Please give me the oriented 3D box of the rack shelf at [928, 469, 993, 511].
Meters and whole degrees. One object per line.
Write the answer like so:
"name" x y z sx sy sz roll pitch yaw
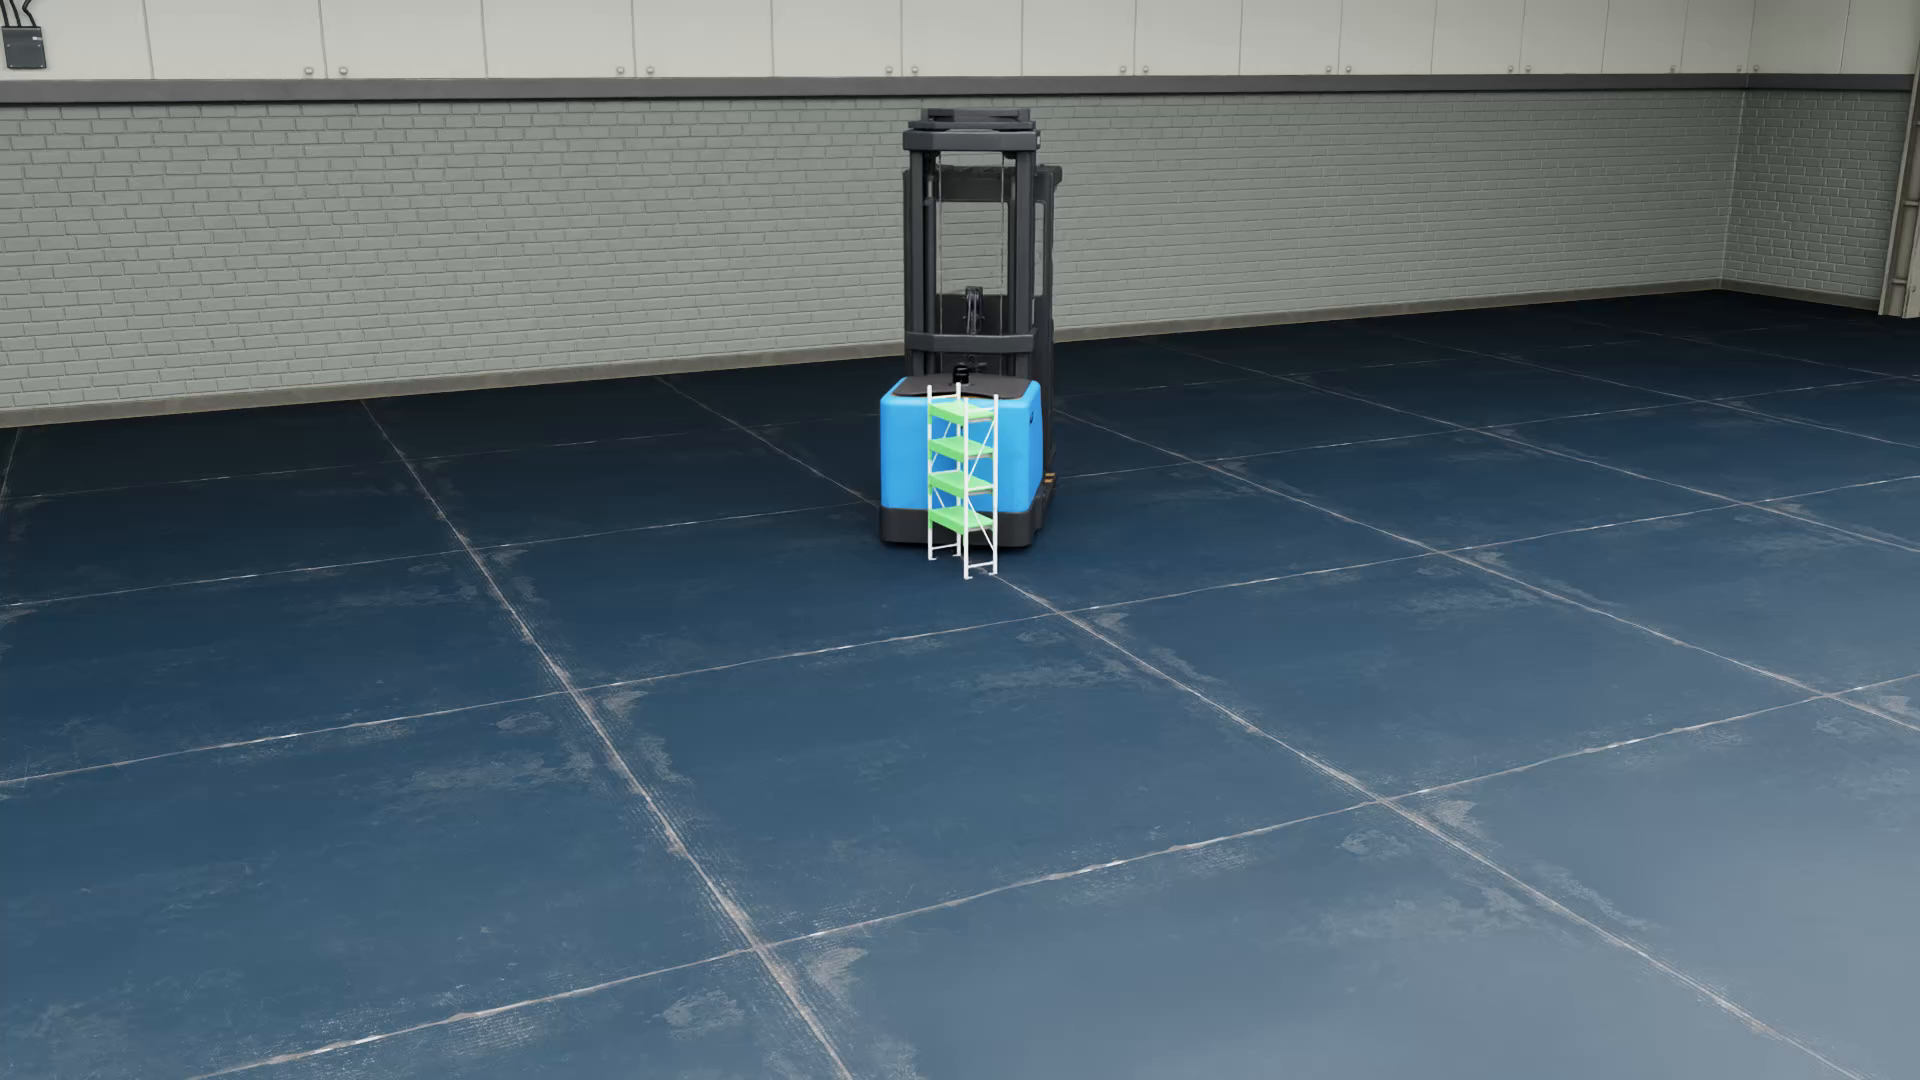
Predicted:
"rack shelf" 0.013 -0.332 10.964 0.258 0.148 0.480 -9 18 -28

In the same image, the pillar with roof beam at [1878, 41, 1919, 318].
"pillar with roof beam" 8.657 -6.800 19.133 9.100 9.000 0.400 -8 18 -25

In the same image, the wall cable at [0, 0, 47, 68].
"wall cable" -7.350 -7.182 14.298 2.305 6.003 0.169 -8 18 -25

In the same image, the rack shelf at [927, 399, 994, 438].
"rack shelf" 0.013 -0.793 10.831 0.258 0.148 0.480 -9 18 -28

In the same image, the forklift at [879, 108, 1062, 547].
"forklift" 0.169 -1.722 12.437 1.130 2.935 3.031 2 16 8

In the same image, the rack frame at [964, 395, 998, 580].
"rack frame" 0.134 -0.335 10.742 0.240 1.200 0.015 -9 18 -28

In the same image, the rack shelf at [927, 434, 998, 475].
"rack shelf" 0.013 -0.563 10.897 0.258 0.148 0.480 -9 18 -28

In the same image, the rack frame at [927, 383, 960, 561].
"rack frame" -0.107 -0.452 11.150 0.240 1.200 0.015 -9 18 -28

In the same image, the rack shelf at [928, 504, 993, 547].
"rack shelf" 0.013 -0.101 11.030 0.258 0.148 0.480 -9 18 -28

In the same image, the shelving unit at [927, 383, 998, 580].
"shelving unit" 0.013 -0.393 10.946 0.258 1.200 0.503 -9 18 -28
